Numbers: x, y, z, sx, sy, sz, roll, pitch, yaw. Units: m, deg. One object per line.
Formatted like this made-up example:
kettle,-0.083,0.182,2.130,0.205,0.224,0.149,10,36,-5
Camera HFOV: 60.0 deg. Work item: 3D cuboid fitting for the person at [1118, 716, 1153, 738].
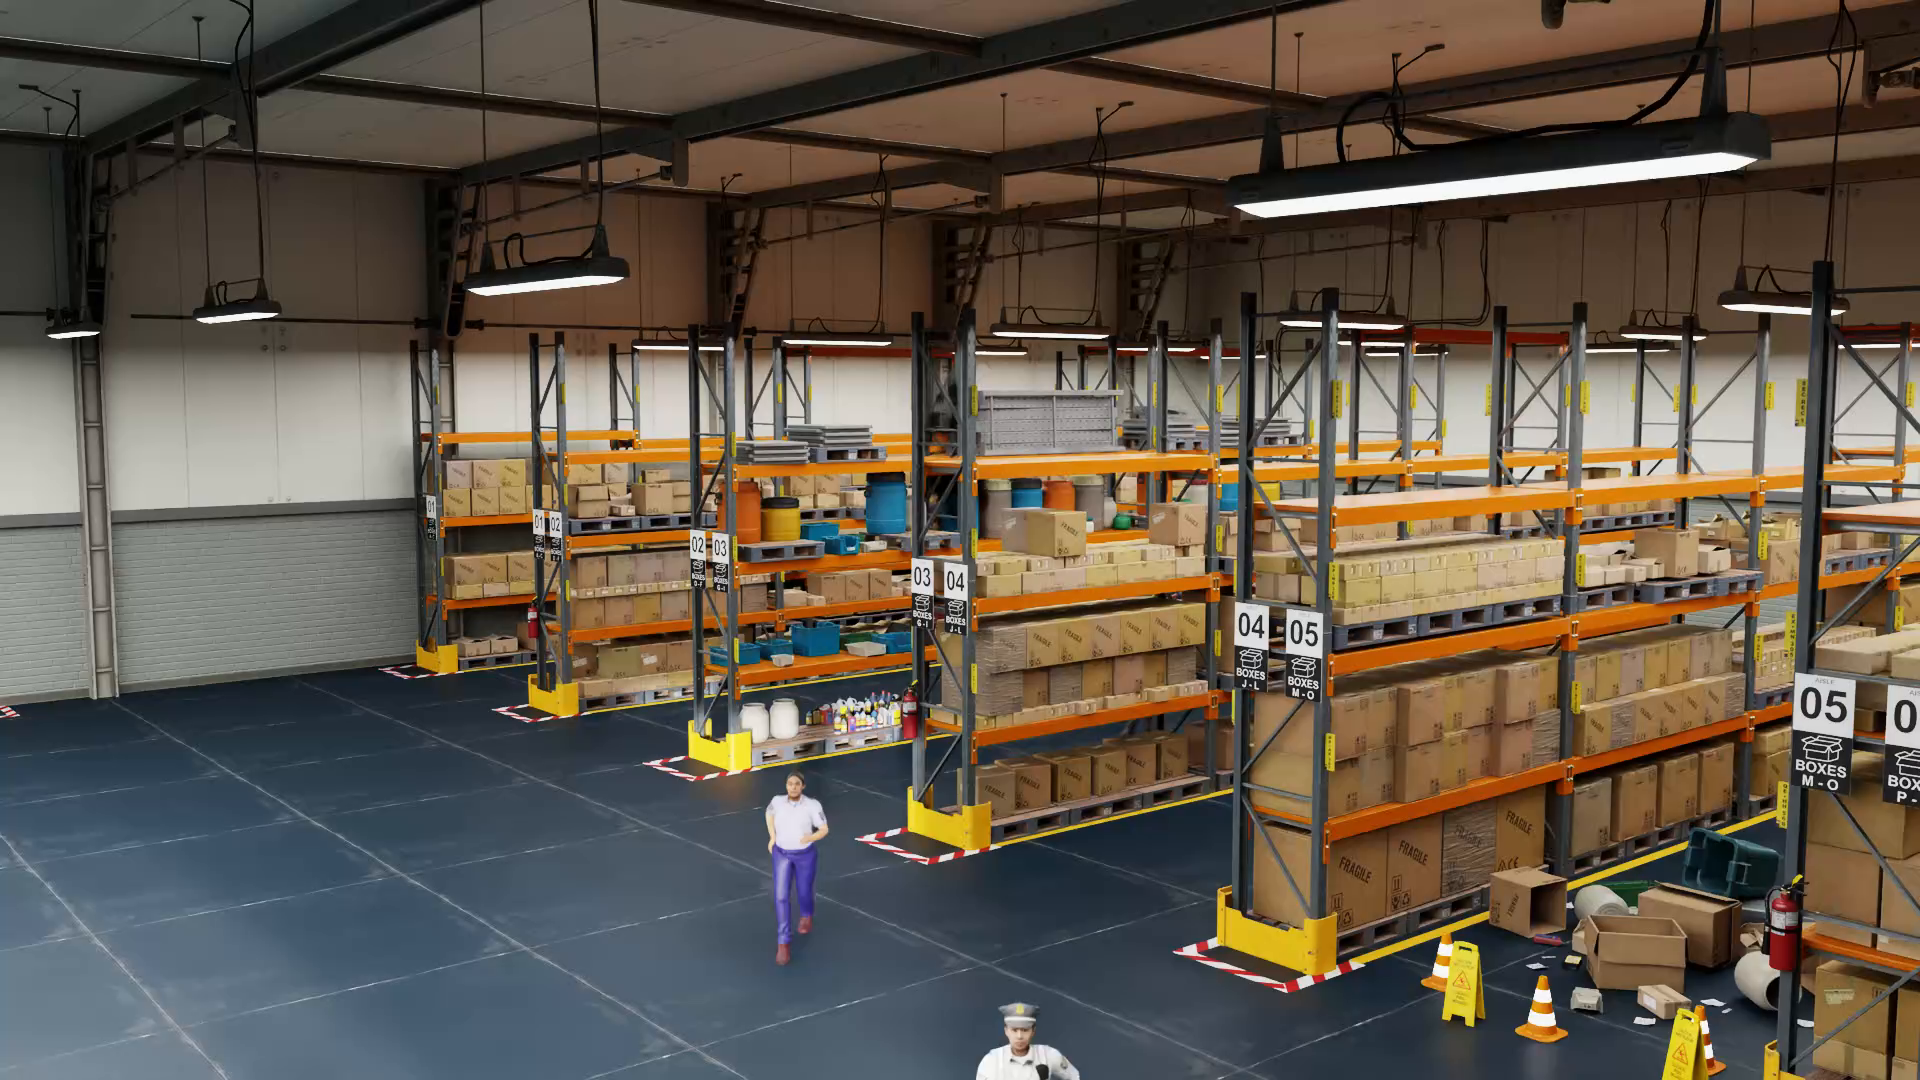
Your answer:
person,2.488,1.891,23.280,0.849,1.680,0.582,-5,7,-44

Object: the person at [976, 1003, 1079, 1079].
person,0.366,3.462,9.428,0.595,1.738,0.715,1,5,7

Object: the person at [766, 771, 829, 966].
person,-1.501,2.941,15.218,0.604,1.660,0.904,0,5,2
